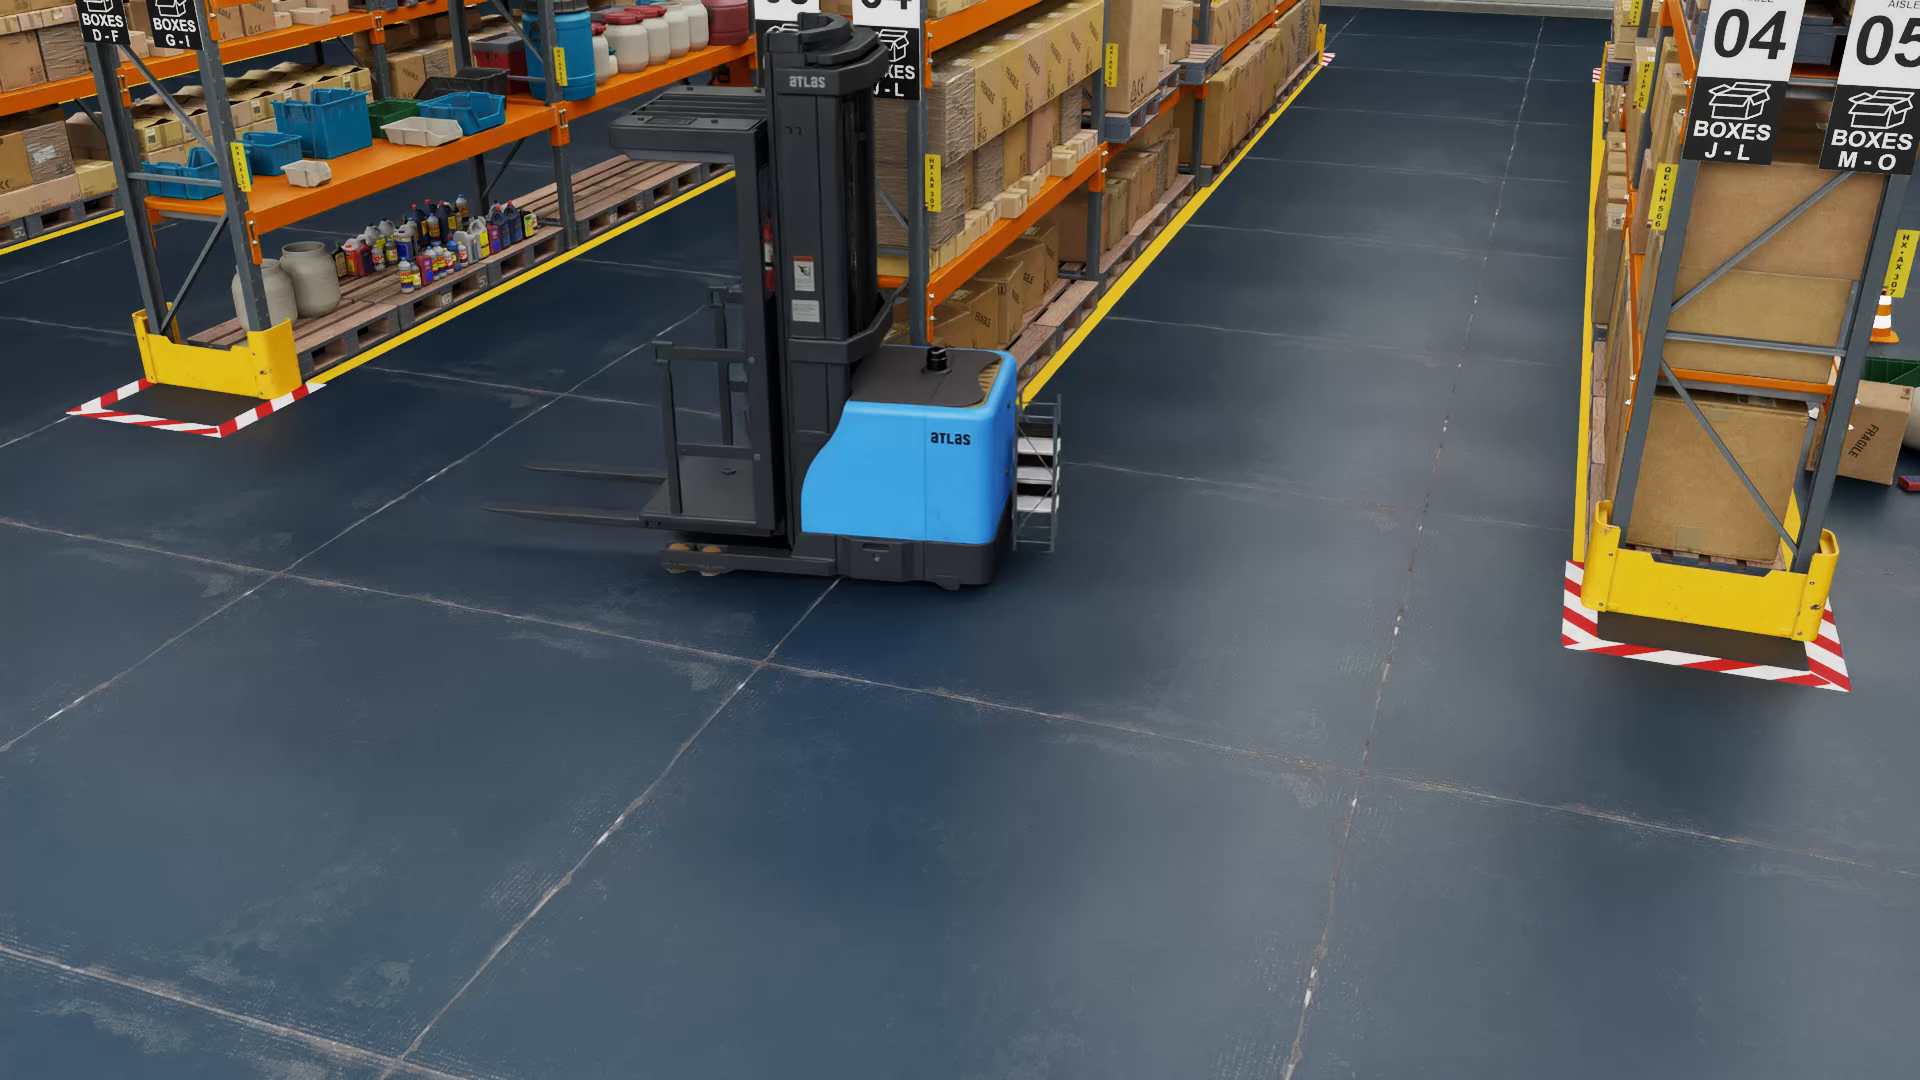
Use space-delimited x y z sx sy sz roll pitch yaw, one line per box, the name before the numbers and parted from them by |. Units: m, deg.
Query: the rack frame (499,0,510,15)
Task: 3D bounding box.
rack frame | -6.018 -8.109 23.055 1.000 3.000 0.127 9 27 17

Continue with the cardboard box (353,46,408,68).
cardboard box | -7.259 -5.956 20.973 0.500 0.500 0.500 10 28 19

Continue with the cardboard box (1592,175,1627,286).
cardboard box | 5.751 -2.463 13.494 1.050 0.750 0.750 9 27 17

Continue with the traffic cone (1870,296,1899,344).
traffic cone | 7.174 -1.813 12.963 0.336 0.463 0.334 9 27 17

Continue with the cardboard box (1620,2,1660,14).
cardboard box | 6.452 -4.980 15.718 0.380 0.149 0.250 8 27 17

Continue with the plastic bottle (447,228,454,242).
plastic bottle | -4.282 -2.508 14.099 0.061 0.283 0.133 9 27 17

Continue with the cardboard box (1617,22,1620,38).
cardboard box | 6.458 -4.855 15.800 0.380 0.149 0.250 10 28 19

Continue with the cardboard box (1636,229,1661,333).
cardboard box | 4.216 -1.434 9.098 0.875 0.550 0.550 9 27 17

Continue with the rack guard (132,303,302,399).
rack guard | -5.360 -1.371 12.007 1.175 0.500 0.348 9 27 17

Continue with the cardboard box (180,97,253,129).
cardboard box | -7.965 -4.577 17.790 0.500 0.311 0.500 8 27 16

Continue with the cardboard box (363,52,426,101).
cardboard box | -6.928 -5.684 20.410 0.500 0.500 0.500 10 28 20

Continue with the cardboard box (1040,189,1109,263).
cardboard box | 0.885 -2.705 14.259 0.700 0.500 0.500 7 27 13

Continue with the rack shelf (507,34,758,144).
rack shelf | -3.345 -4.599 16.633 1.077 0.370 4.000 9 27 17

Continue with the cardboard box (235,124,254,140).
cardboard box | -7.971 -4.326 17.915 0.500 0.250 0.500 8 27 16

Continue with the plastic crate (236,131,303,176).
plastic crate | -5.235 -2.906 12.480 0.499 0.251 0.408 9 27 17

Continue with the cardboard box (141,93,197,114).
cardboard box | -8.480 -4.652 17.947 0.500 0.311 0.500 9 27 17

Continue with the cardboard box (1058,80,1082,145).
cardboard box | 0.453 -3.386 12.845 0.875 0.500 0.500 9 27 17

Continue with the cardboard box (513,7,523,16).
cardboard box | -6.096 -7.457 24.073 0.500 0.500 0.500 9 27 17

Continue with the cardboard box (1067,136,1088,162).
cardboard box | 0.774 -3.038 12.870 0.380 0.149 0.250 9 27 17

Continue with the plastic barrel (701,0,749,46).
plastic barrel | -2.548 -5.572 17.659 0.600 0.536 0.708 9 27 17

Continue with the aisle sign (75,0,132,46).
aisle sign | -5.645 -3.641 10.845 0.394 0.787 0.004 9 27 17

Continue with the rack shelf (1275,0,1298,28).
rack shelf | 3.988 -7.169 21.939 1.077 0.370 4.000 9 27 17

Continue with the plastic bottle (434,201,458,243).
plastic bottle | -4.534 -2.815 14.656 0.144 0.351 0.185 9 27 17

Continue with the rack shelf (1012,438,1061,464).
rack shelf | 0.438 -0.513 9.441 0.258 0.077 0.200 4 26 8

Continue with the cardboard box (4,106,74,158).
cardboard box | -9.129 -3.965 16.310 0.500 0.500 0.500 9 27 17

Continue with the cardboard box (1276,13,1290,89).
cardboard box | 3.618 -6.163 20.993 0.875 0.875 0.875 9 27 17

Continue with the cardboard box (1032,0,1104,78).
cardboard box | 0.770 -3.787 12.526 0.500 0.500 0.500 9 27 17

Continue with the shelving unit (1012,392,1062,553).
shelving unit | 0.438 -0.381 9.505 0.258 0.900 0.210 4 26 8

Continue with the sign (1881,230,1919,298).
sign | 4.495 -1.321 7.952 0.100 0.325 0.005 9 27 17

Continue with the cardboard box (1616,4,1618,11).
cardboard box | 7.058 -5.593 17.325 0.380 0.149 0.250 10 28 20

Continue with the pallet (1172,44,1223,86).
pallet | 1.855 -4.632 16.095 1.213 0.211 1.003 9 27 17

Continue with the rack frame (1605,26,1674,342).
rack frame | 5.304 -2.622 11.724 1.000 3.000 0.127 9 27 17

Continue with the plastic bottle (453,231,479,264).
plastic bottle | -4.182 -2.489 14.070 0.152 0.276 0.135 9 27 18

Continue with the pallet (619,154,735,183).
pallet | -2.973 -4.177 18.135 1.003 0.211 1.213 9 27 17

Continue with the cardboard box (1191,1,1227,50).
cardboard box | 2.410 -5.232 16.999 0.500 0.500 0.500 10 27 19

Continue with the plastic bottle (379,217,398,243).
plastic bottle | -4.874 -2.583 14.178 0.144 0.351 0.185 9 27 17

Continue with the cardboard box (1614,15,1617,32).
cardboard box | 6.885 -5.250 16.958 0.380 0.149 0.250 7 27 15

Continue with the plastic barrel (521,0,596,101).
plastic barrel | -3.596 -4.442 14.907 0.600 0.901 0.708 9 27 17

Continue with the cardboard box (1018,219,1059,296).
cardboard box | 0.490 -2.288 13.421 0.500 0.500 0.500 8 27 16

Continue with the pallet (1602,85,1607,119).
pallet | 8.561 -5.439 20.741 1.003 0.211 1.213 9 27 17

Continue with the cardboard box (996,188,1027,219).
cardboard box | 0.240 -2.311 11.369 0.380 0.149 0.250 9 27 17

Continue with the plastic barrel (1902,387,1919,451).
plastic barrel | 6.373 -0.774 10.863 0.421 0.421 0.512 -14 29 -27

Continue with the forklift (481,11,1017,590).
forklift | -1.229 -1.337 9.148 3.031 2.935 1.130 4 26 9

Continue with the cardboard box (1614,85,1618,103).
cardboard box | 7.296 -4.827 17.803 0.500 0.250 0.500 10 27 19

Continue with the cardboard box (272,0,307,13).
cardboard box | -7.829 -6.085 18.979 0.500 0.311 0.500 8 27 17

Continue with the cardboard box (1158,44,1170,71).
cardboard box | 1.691 -4.431 15.132 0.396 0.266 0.258 8 27 16

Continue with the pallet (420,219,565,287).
pallet | -4.273 -2.576 14.829 1.003 0.211 1.213 9 27 17

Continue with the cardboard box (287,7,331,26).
cardboard box | -7.388 -5.942 18.869 0.380 0.149 0.250 9 27 17

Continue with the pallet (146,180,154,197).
pallet | -8.472 -3.875 17.510 1.003 0.211 1.213 9 27 17

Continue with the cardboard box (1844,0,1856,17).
cardboard box | 4.390 -2.544 7.811 0.380 0.149 0.250 9 27 18

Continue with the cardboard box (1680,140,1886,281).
cardboard box | 4.133 -1.679 8.364 0.875 0.550 0.550 9 27 17

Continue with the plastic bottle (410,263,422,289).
plastic bottle | -4.410 -2.138 13.431 0.097 0.201 0.097 0 26 0

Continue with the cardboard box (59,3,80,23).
cardboard box | -8.568 -5.015 15.807 0.380 0.149 0.250 9 27 17

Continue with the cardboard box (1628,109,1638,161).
cardboard box | 5.394 -3.128 12.654 0.500 0.500 0.500 8 27 17
